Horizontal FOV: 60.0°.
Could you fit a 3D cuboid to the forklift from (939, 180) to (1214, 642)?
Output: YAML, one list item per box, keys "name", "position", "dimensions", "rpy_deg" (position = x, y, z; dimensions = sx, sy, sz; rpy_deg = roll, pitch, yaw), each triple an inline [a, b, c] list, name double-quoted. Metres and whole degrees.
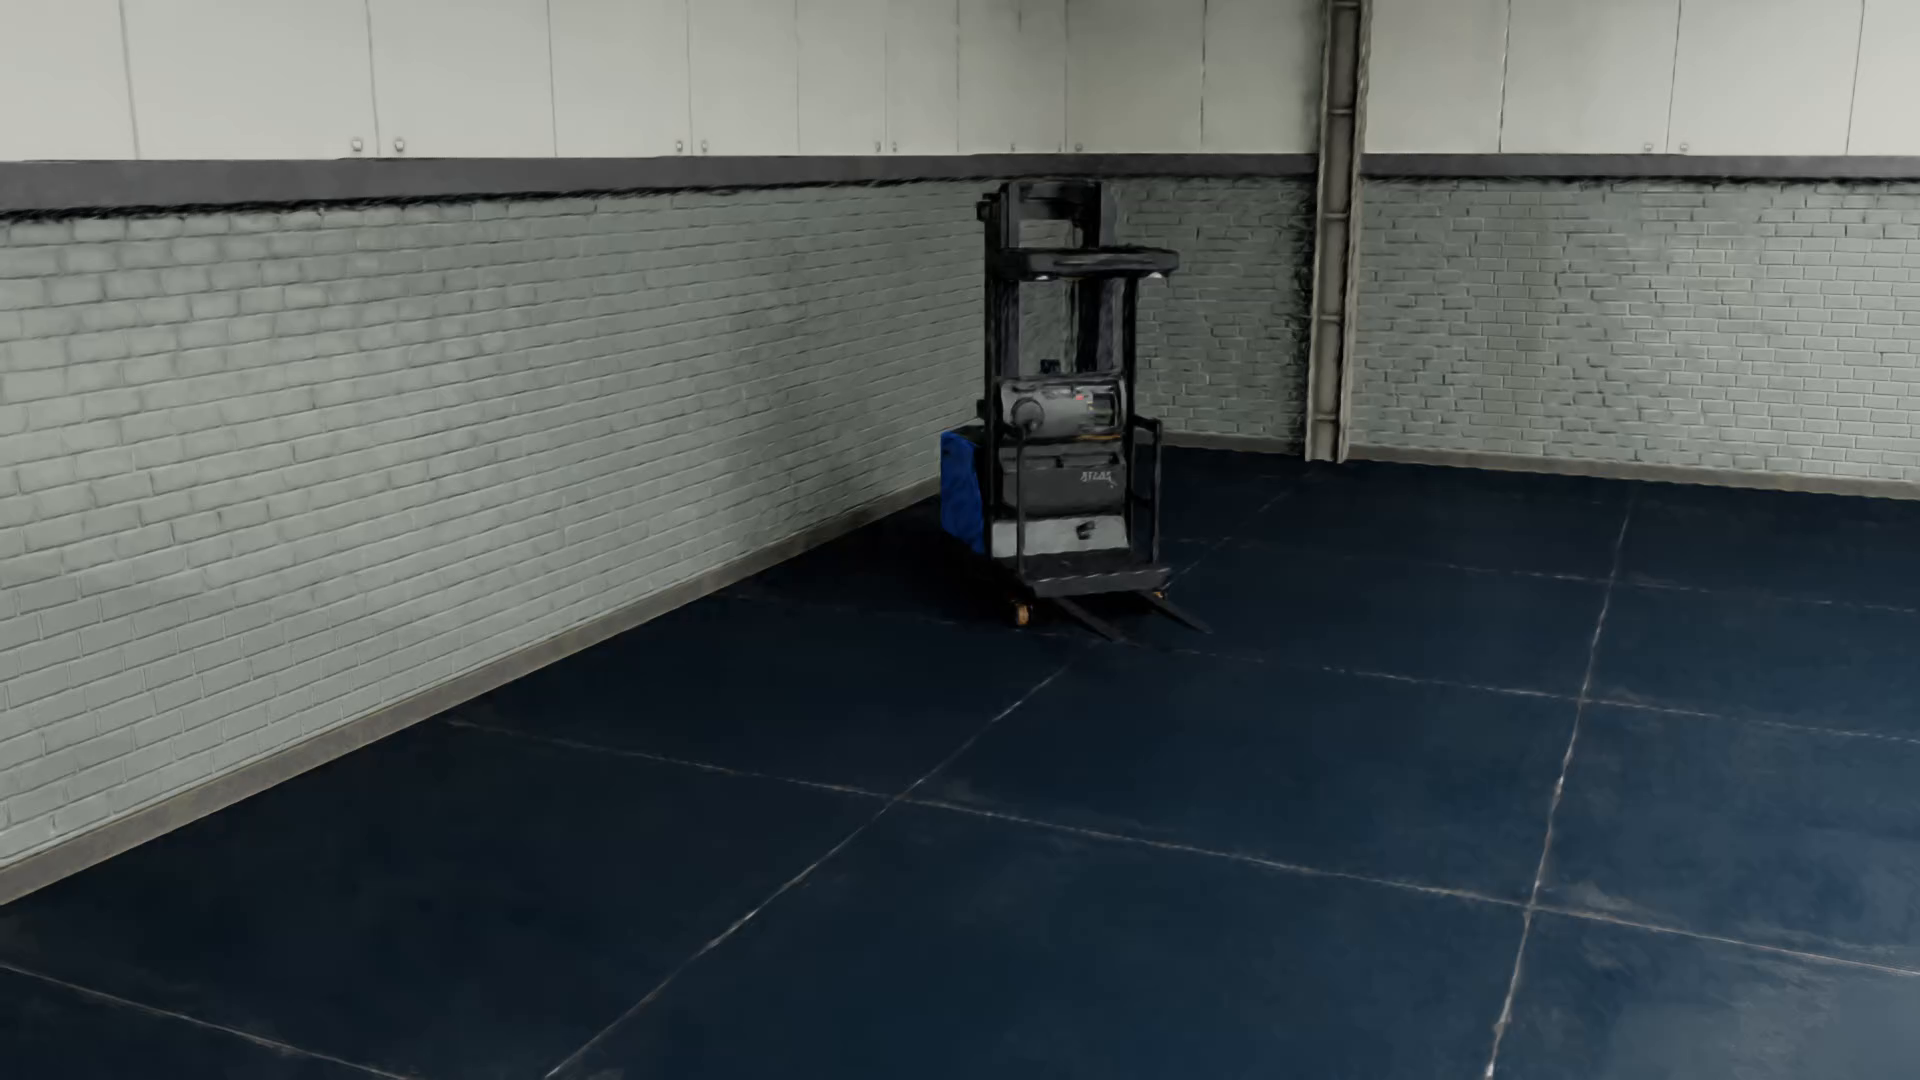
- name: "forklift"
  position: [0.788, -0.943, 11.357]
  dimensions: [1.130, 2.935, 3.031]
  rpy_deg: [-4, 14, -18]

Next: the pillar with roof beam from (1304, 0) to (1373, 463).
- name: "pillar with roof beam"
  position: [2.073, -4.322, 12.475]
  dimensions: [0.400, 9.000, 9.100]
  rpy_deg: [6, 14, 23]
